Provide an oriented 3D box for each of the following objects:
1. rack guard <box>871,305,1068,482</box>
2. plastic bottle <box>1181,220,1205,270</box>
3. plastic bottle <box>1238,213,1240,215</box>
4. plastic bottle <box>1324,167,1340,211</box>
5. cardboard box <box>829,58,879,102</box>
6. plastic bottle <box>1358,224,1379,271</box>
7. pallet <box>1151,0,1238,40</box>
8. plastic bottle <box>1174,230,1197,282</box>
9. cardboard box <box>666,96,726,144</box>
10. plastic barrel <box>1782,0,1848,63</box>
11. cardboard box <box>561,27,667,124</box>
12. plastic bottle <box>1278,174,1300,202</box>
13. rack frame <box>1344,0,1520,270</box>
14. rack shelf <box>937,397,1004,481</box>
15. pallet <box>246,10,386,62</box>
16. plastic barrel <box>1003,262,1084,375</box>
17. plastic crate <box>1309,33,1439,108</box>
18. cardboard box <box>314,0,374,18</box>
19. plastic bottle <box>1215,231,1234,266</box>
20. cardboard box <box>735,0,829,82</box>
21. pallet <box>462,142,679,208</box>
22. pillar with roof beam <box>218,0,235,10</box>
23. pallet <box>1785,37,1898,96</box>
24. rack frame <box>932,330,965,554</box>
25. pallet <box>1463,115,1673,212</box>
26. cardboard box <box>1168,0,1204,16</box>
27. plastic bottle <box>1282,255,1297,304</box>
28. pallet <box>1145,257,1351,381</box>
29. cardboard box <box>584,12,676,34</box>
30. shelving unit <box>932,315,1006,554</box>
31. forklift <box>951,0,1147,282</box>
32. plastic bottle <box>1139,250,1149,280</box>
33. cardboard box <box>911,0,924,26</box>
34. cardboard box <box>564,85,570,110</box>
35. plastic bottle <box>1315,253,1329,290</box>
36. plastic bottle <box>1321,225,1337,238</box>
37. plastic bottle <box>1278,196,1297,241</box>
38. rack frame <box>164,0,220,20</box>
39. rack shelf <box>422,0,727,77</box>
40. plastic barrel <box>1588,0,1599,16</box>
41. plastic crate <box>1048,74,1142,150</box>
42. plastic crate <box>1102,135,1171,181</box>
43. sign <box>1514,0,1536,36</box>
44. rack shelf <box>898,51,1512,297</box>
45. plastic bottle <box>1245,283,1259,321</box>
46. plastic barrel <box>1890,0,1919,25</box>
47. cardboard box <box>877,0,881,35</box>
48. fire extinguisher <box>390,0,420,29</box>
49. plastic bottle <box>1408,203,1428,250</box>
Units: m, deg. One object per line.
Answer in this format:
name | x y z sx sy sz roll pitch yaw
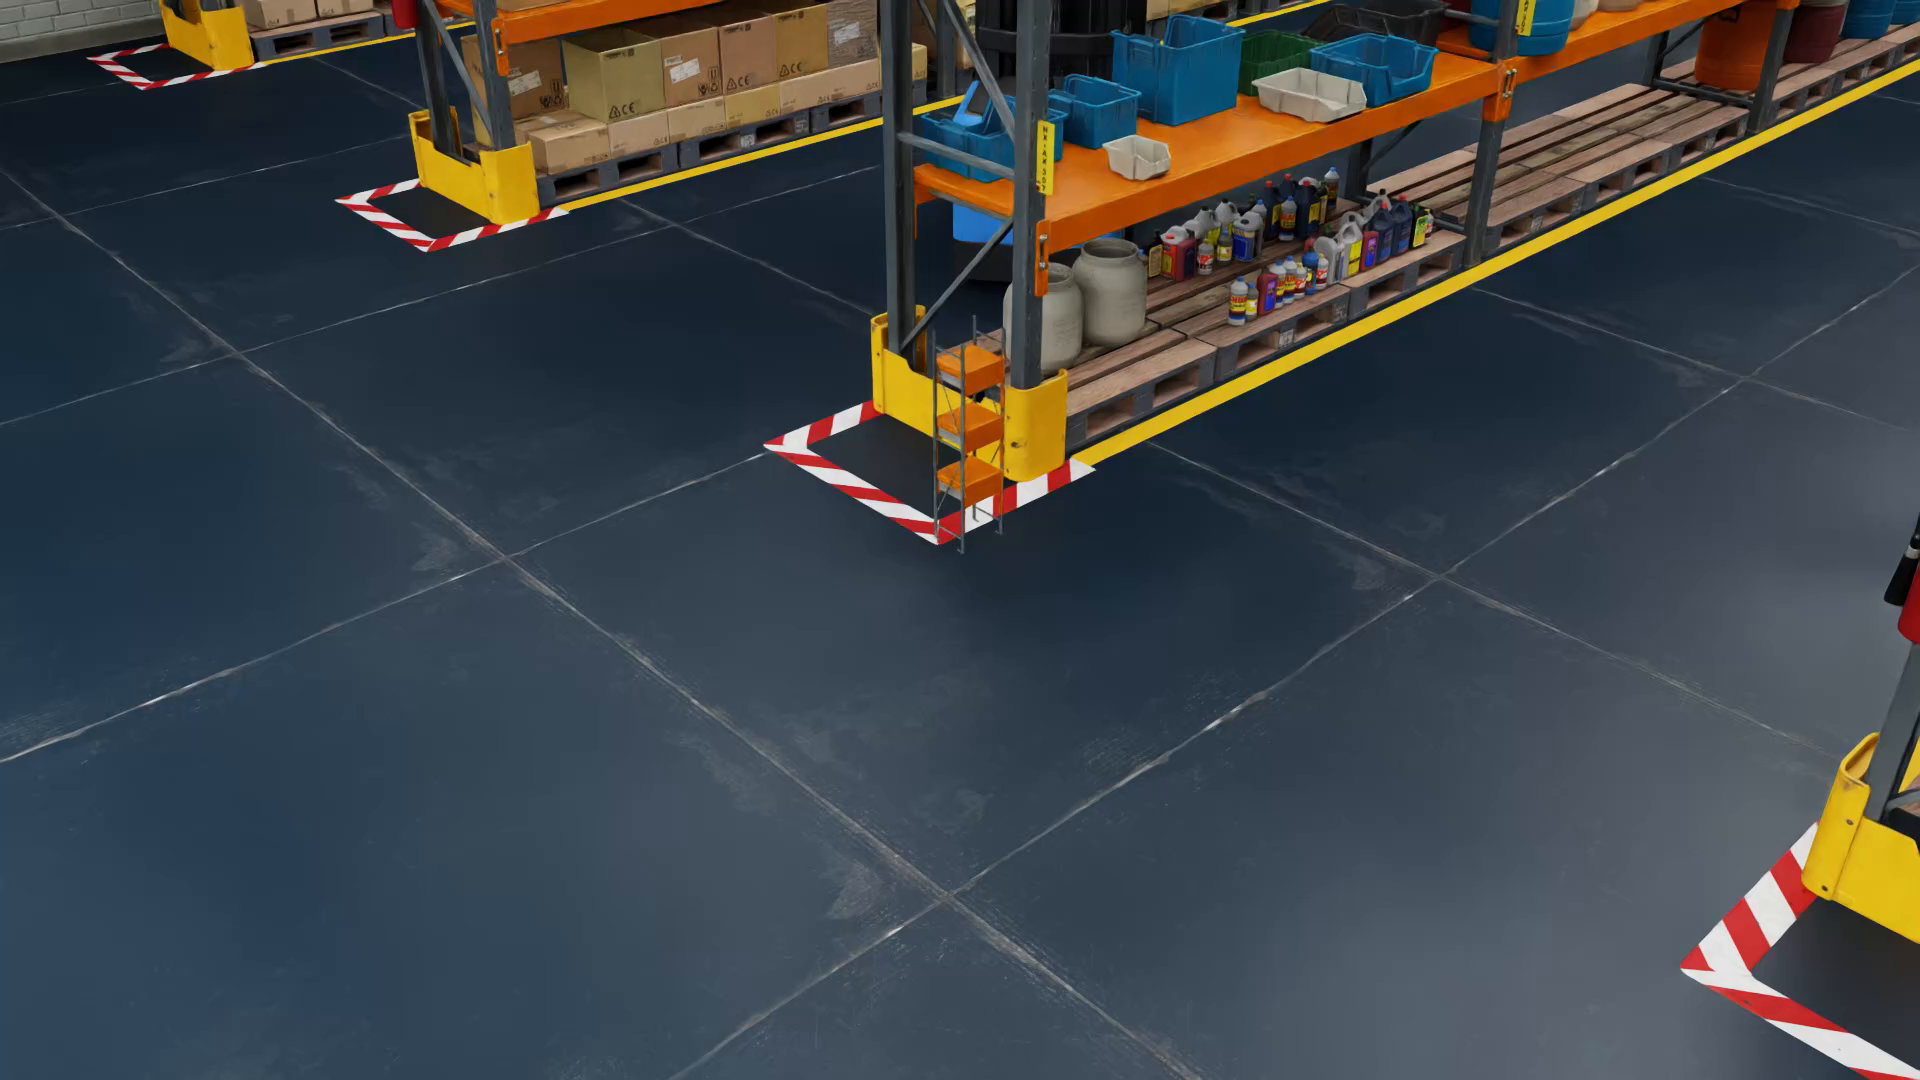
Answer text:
rack guard | 0.032 -0.769 8.528 0.348 0.500 1.175 -26 40 -35
plastic bottle | 1.362 -1.763 9.948 0.135 0.276 0.152 -27 41 -37
plastic bottle | 1.705 -1.917 10.271 0.097 0.201 0.097 0 31 0
plastic bottle | 2.409 -2.288 10.809 0.097 0.271 0.097 0 31 0
cardboard box | -0.989 -3.690 13.142 0.500 0.250 0.500 -26 40 -35
plastic bottle | 2.433 -1.758 9.931 0.133 0.283 0.061 -23 38 -32
pallet | 1.879 -5.058 15.819 1.213 0.211 1.003 -26 40 -35
plastic bottle | 1.333 -1.677 9.799 0.133 0.283 0.061 -26 40 -35
cardboard box | -2.082 -3.154 12.265 0.500 0.250 0.500 -26 40 -35
plastic barrel | 7.049 -4.359 13.912 0.708 0.588 0.600 -26 40 -35
cardboard box | -2.448 -3.296 11.779 0.500 0.500 0.500 -26 40 -35
plastic bottle | 2.067 -2.139 10.491 0.185 0.351 0.144 -25 39 -34
rack frame | 2.941 -3.209 10.123 0.127 3.000 1.000 -26 40 -35
rack shelf | 0.039 -0.458 7.512 0.240 0.259 0.215 -26 40 -35
pallet | -6.053 -4.692 15.221 1.213 0.211 1.003 -26 40 -35
plastic barrel | 0.438 -1.171 8.772 0.421 0.512 0.421 0 31 0
plastic crate | 2.314 -2.649 9.350 0.616 0.251 0.499 -26 40 -35
cardboard box | -5.742 -5.034 15.263 0.500 0.311 0.500 -22 38 -32
plastic bottle | 1.595 -1.761 10.015 0.097 0.201 0.097 0 31 0
cardboard box | -1.354 -3.832 12.655 0.500 0.500 0.500 -26 40 -35
pallet | -2.825 -2.784 12.101 1.213 0.211 1.003 -26 40 -35
pillar with roof beam | -3.876 -7.072 10.689 0.400 9.000 9.100 -26 40 -35
pallet | 7.318 -4.165 14.358 1.213 0.211 1.003 -26 40 -35
rack frame | -0.050 -0.424 7.436 0.008 1.050 0.200 -26 40 -35
pallet | 4.385 -2.748 12.042 1.213 0.211 1.003 -26 40 -35
cardboard box | 1.913 -5.066 15.393 0.500 0.250 0.500 -26 40 -36
plastic bottle | 1.874 -1.495 9.513 0.097 0.271 0.097 0 31 0
pallet | 1.525 -1.362 9.776 1.213 0.211 1.003 -26 40 -35
cardboard box | -2.443 -3.677 12.402 0.500 0.500 0.500 -26 40 -35
shelving unit | 0.039 -0.467 7.507 0.252 1.050 0.215 -26 40 -35
forklift | 0.678 -3.542 10.733 1.130 2.935 3.031 5 32 7
plastic bottle | 1.056 -1.603 9.758 0.097 0.201 0.097 0 31 0
cardboard box | -0.322 -4.604 14.100 0.500 0.311 0.500 -26 40 -35
cardboard box | -2.807 -3.178 12.305 0.500 0.250 0.500 -26 40 -35
plastic bottle | 2.097 -1.573 9.708 0.097 0.201 0.097 0 31 0
plastic bottle | 2.199 -1.747 9.914 0.133 0.283 0.061 -26 40 -35
plastic bottle | 2.043 -2.008 10.352 0.097 0.271 0.097 0 31 0
rack frame | -6.728 -5.580 14.000 0.127 3.000 1.000 -26 40 -35
rack shelf | -1.891 -4.089 12.251 4.000 0.370 1.077 -26 40 -35
plastic barrel | 4.016 -3.561 10.831 0.301 0.262 0.301 0 31 0
plastic crate | 0.651 -2.247 8.692 0.408 0.251 0.499 -26 40 -35
plastic crate | 0.883 -1.872 8.189 0.250 0.136 0.298 -26 40 -35
sign | 3.307 -3.113 9.700 0.005 0.325 0.100 -26 40 -35
rack shelf | 1.474 -2.193 9.151 4.000 0.370 1.077 -26 40 -35
plastic bottle | 1.625 -1.345 9.335 0.097 0.201 0.097 0 31 0
plastic barrel | 8.397 -5.144 14.896 0.708 0.901 0.600 -26 40 -35
cardboard box | -0.977 -4.387 13.563 0.500 0.500 0.500 -26 40 -35
fire extinguisher | -3.760 -3.789 11.146 0.183 0.674 0.296 -26 40 -35
plastic bottle | 2.812 -1.941 10.231 0.133 0.283 0.061 -24 39 -33
